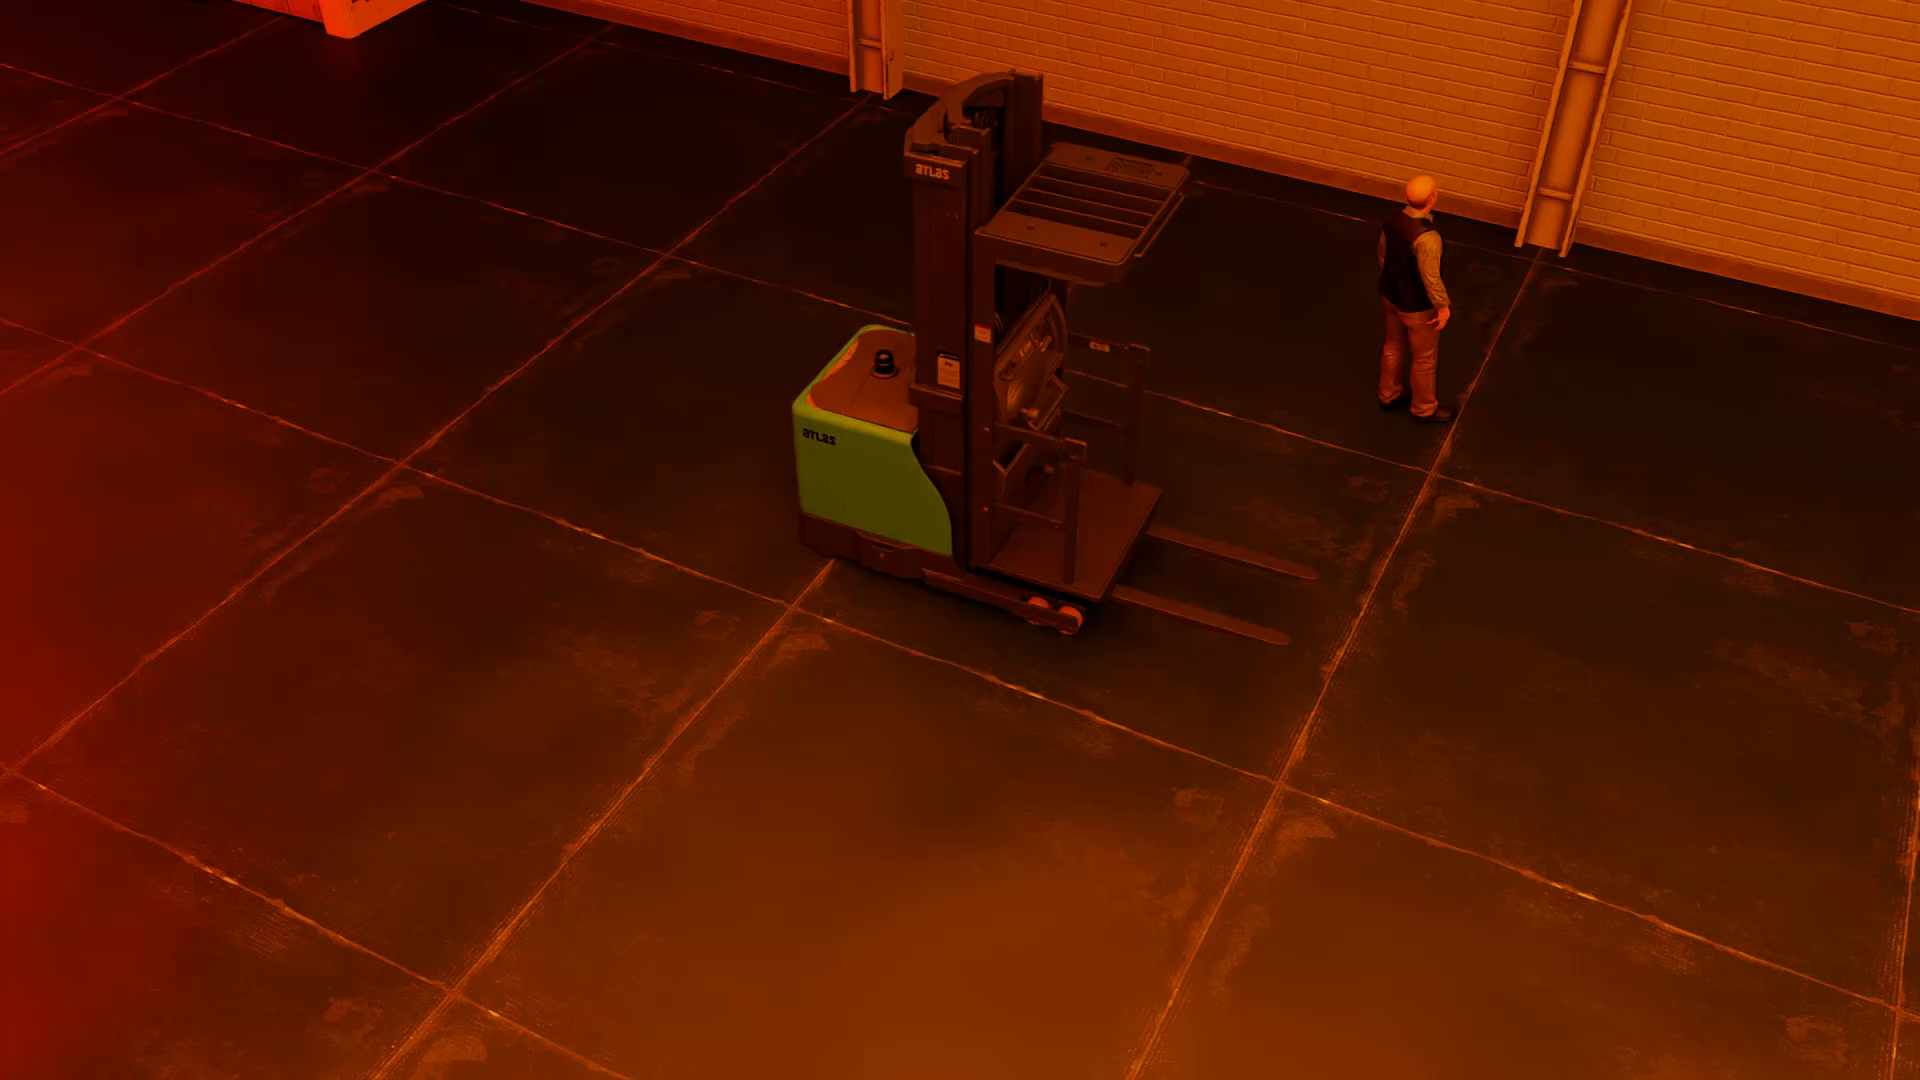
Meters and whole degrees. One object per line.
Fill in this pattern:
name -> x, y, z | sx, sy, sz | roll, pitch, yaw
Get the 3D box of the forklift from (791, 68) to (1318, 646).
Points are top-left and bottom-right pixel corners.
forklift -> 0.574, -0.966, 9.133 | 3.031, 2.935, 1.130 | 16, 43, 18

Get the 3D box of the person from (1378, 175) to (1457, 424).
person -> 2.987, -1.584, 10.795 | 0.568, 1.720, 0.631 | -16, 43, -18
